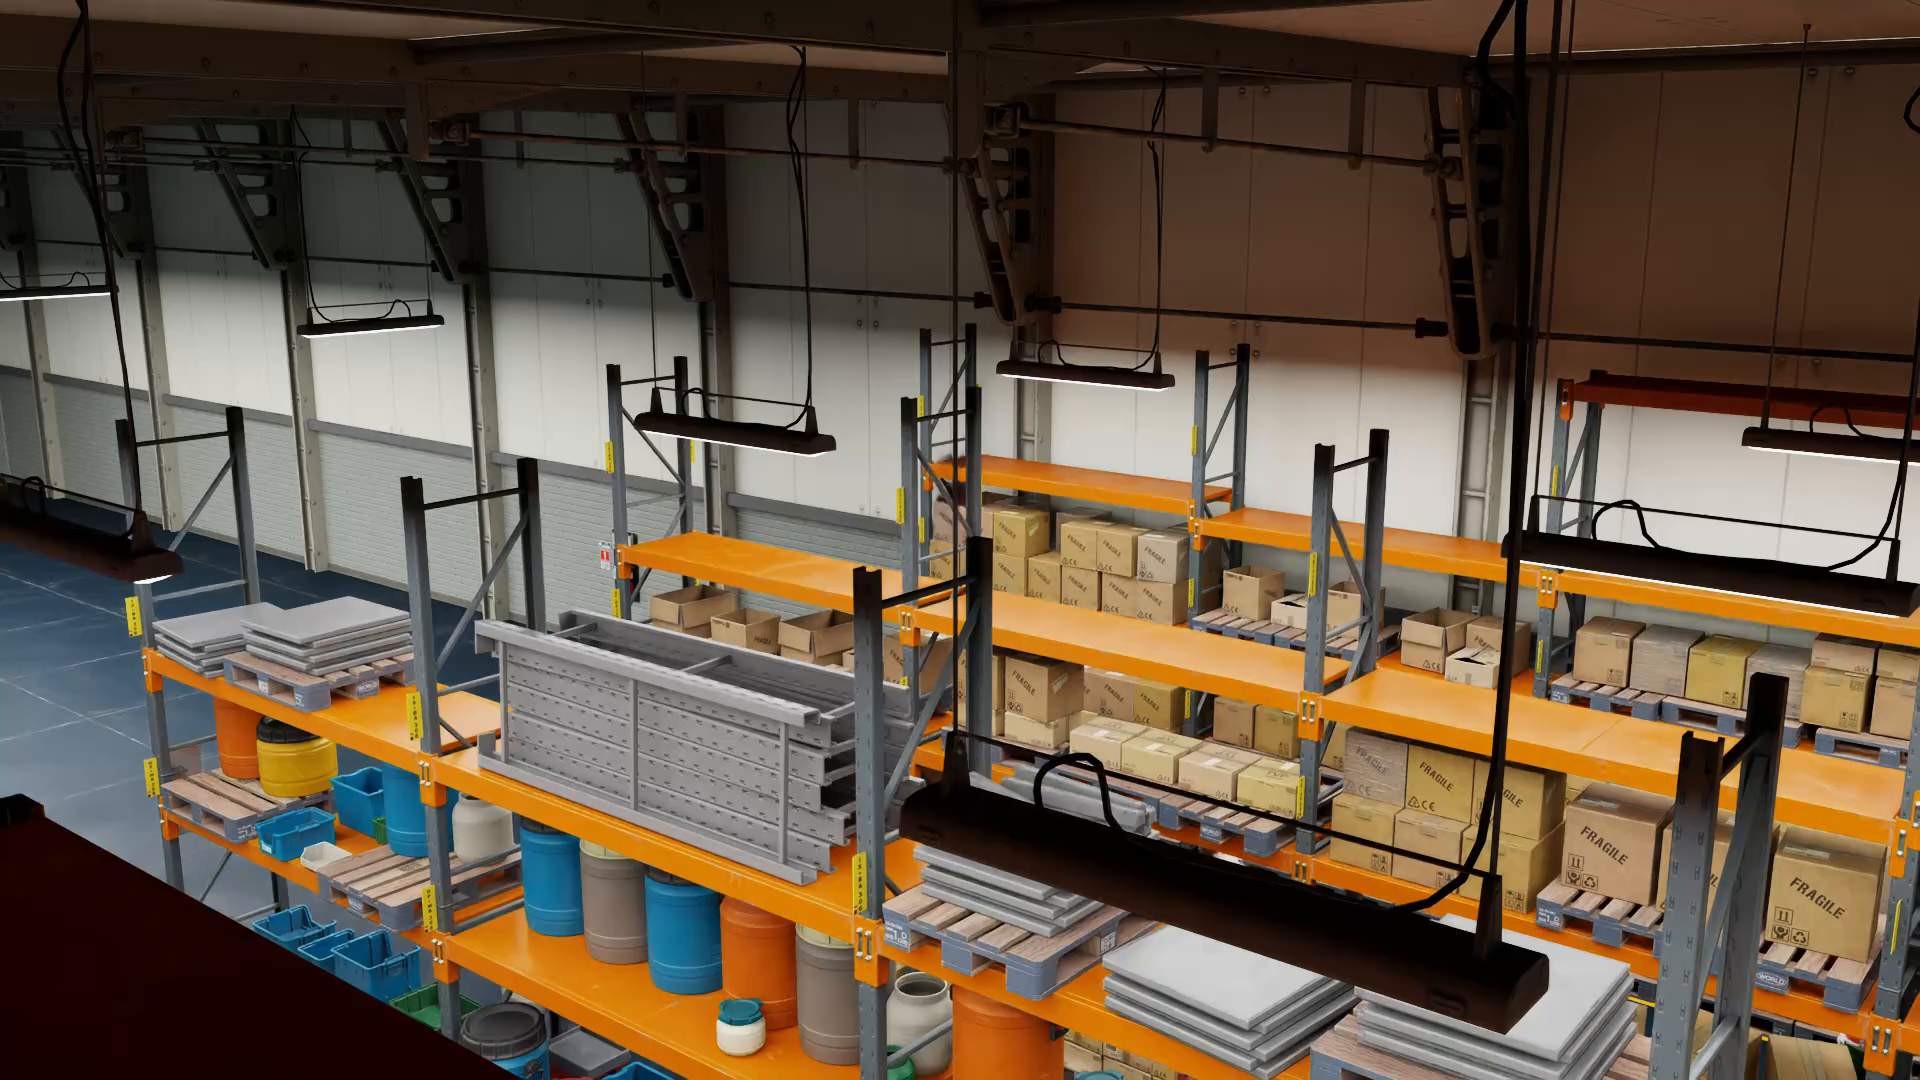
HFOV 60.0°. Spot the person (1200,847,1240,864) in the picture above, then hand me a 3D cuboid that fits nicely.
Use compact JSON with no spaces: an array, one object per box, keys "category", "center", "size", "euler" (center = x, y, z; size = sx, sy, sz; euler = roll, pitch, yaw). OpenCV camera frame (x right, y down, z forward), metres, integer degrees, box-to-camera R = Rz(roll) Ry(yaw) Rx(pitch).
[{"category":"person","center":[2.416,3.632,16.292],"size":[1.003,1.747,0.635],"euler":[10,16,38]}]

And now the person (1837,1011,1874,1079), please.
[{"category":"person","center":[7.502,4.186,13.656],"size":[0.408,1.805,0.634],"euler":[-8,15,-31]}]

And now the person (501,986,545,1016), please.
[{"category":"person","center":[-3.770,4.030,14.569],"size":[0.485,1.687,0.463],"euler":[11,17,41]}]
